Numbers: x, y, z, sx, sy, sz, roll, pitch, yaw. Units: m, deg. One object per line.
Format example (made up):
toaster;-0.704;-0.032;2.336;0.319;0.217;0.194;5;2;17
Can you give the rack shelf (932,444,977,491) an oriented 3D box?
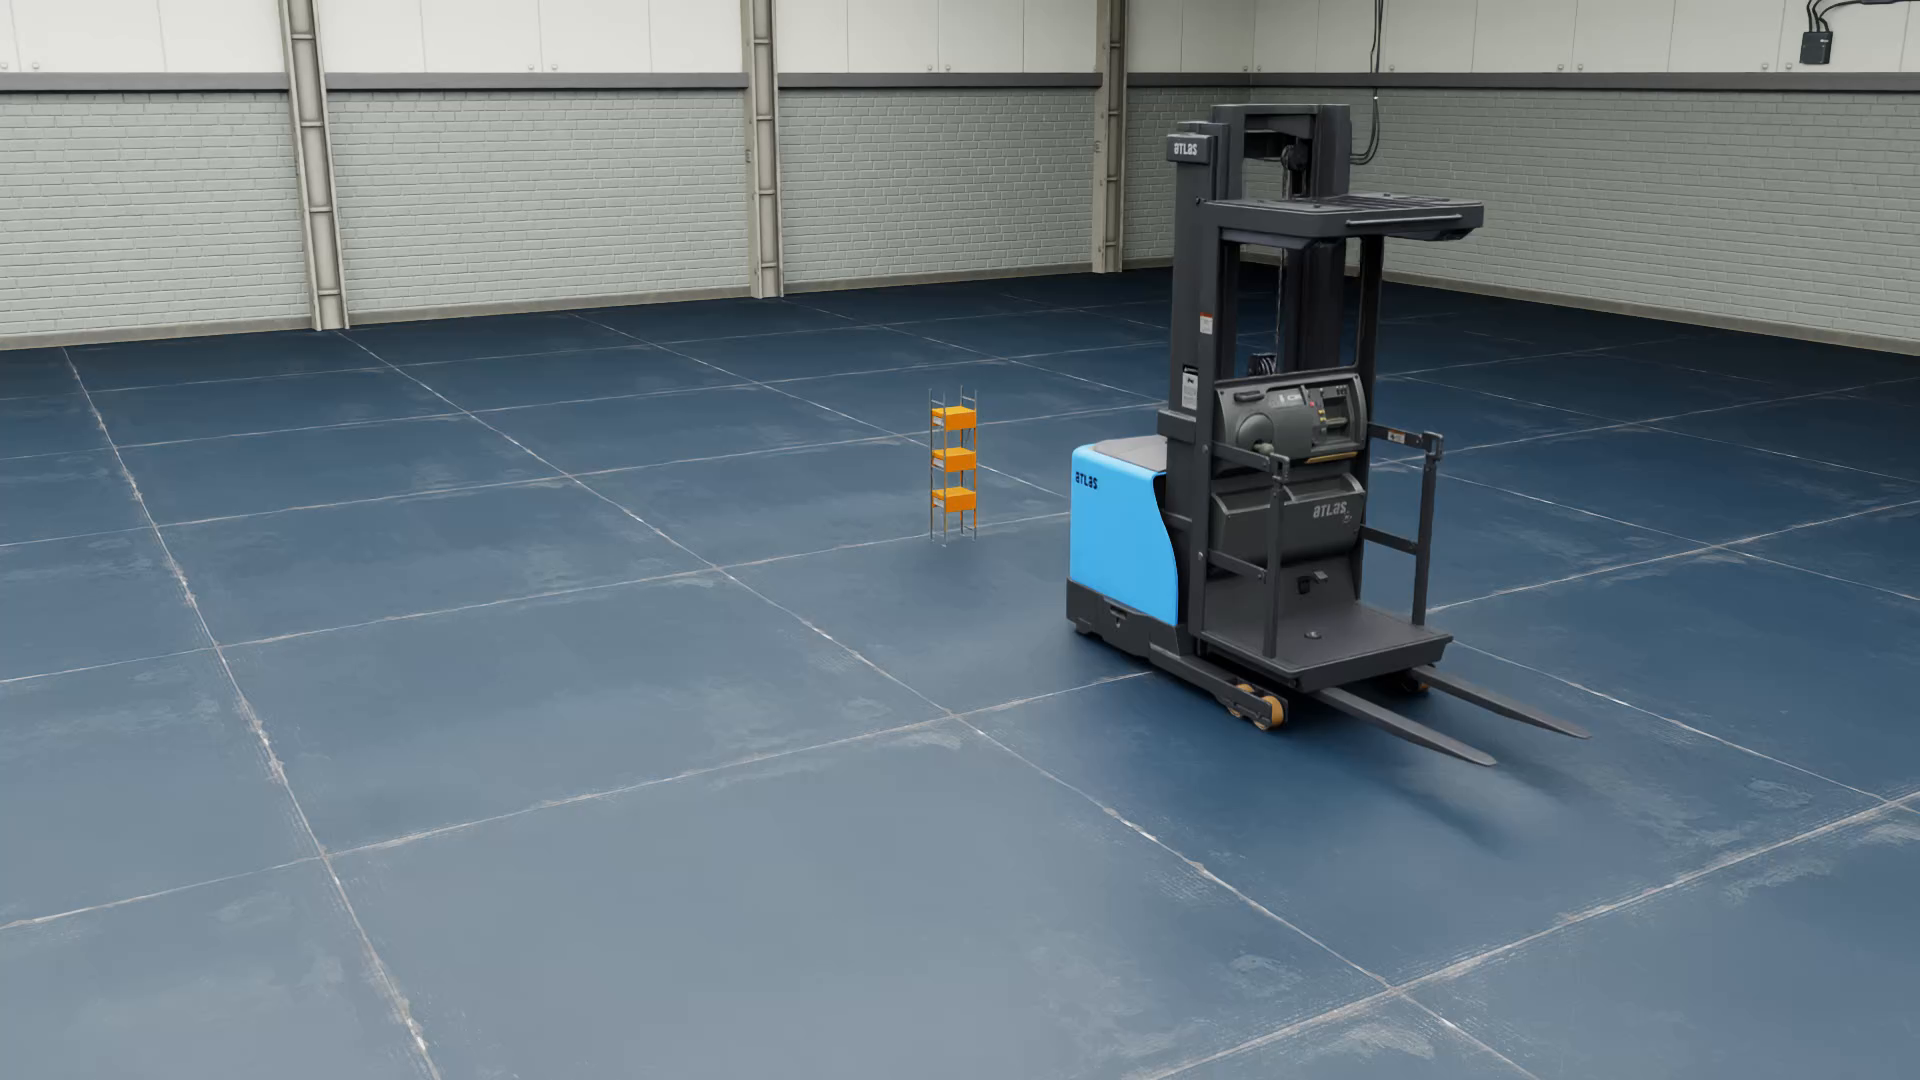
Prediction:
rack shelf;-0.046;-0.488;11.244;0.240;0.259;0.215;-9;18;-30

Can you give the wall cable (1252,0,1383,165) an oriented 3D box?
wall cable;5.575;-7.277;26.451;0.112;2.526;3.097;-9;18;-30

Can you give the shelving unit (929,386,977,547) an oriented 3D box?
shelving unit;-0.046;-0.498;11.242;0.252;1.050;0.215;-9;18;-30

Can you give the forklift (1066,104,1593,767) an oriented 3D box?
forklift;1.788;-0.626;8.214;1.130;2.935;3.031;-9;18;-29

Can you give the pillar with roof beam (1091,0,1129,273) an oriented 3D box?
pillar with roof beam;4.586;-7.673;22.109;0.400;9.000;9.100;-9;18;-30

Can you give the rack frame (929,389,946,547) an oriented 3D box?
rack frame;-0.150;-0.481;11.181;0.008;1.050;0.200;-9;18;-30

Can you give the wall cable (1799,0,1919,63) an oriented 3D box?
wall cable;10.451;-8.211;17.729;0.169;6.003;2.305;-9;18;-30

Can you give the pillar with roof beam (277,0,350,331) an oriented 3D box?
pillar with roof beam;-5.700;-6.005;16.159;0.400;9.000;9.100;-9;18;-30

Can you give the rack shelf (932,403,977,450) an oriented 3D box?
rack shelf;-0.046;-0.761;11.168;0.240;0.259;0.215;-9;18;-30

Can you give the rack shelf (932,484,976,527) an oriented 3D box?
rack shelf;-0.046;-0.220;11.319;0.240;0.259;0.215;-9;18;-30

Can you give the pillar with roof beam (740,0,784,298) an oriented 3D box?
pillar with roof beam;-0.557;-6.839;19.134;0.400;9.000;9.100;-9;18;-30

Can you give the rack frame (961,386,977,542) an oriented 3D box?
rack frame;0.059;-0.515;11.302;0.008;1.050;0.200;-9;18;-30
